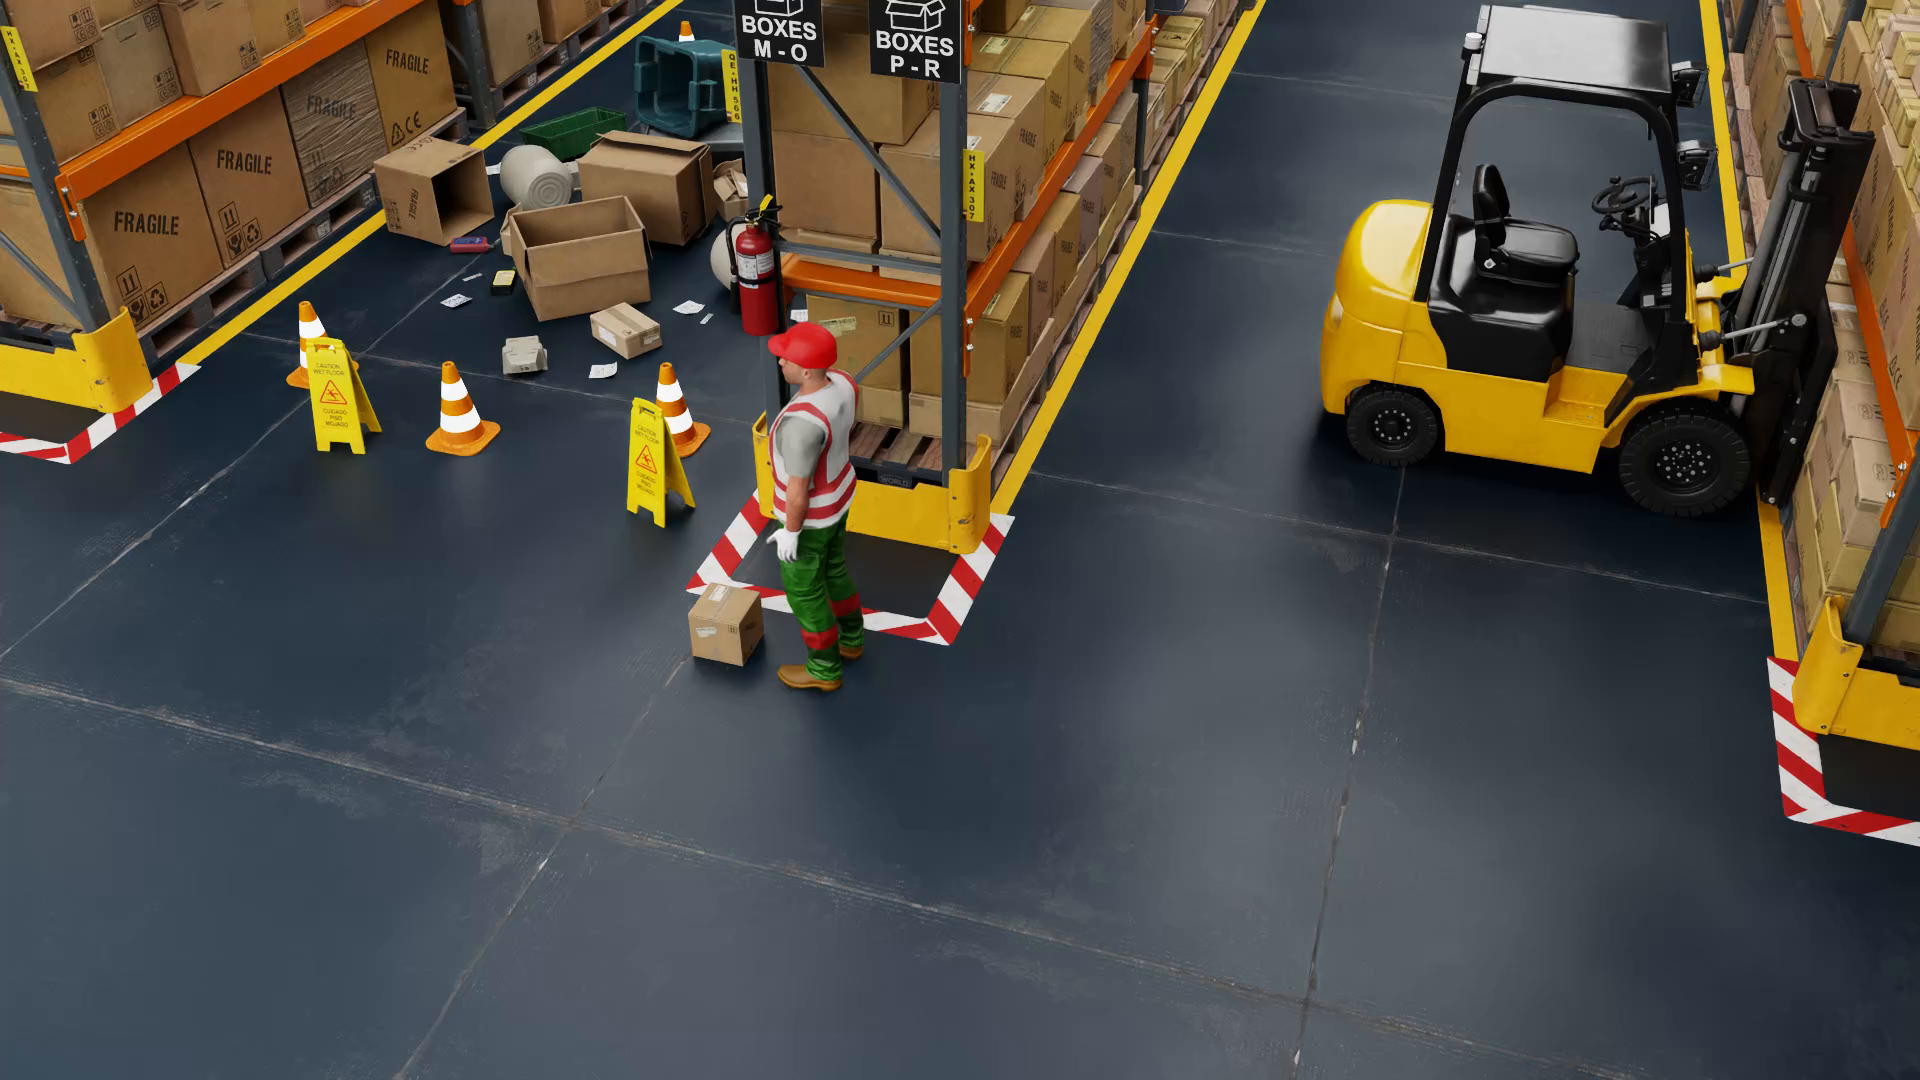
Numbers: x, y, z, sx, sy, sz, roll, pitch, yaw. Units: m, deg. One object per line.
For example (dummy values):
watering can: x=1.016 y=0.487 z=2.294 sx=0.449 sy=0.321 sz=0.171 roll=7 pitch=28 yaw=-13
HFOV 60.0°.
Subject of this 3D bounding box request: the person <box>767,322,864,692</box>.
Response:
person: x=-0.621 y=-0.137 z=7.056 sx=0.344 sy=1.787 sz=0.523 roll=12 pitch=38 yaw=15
